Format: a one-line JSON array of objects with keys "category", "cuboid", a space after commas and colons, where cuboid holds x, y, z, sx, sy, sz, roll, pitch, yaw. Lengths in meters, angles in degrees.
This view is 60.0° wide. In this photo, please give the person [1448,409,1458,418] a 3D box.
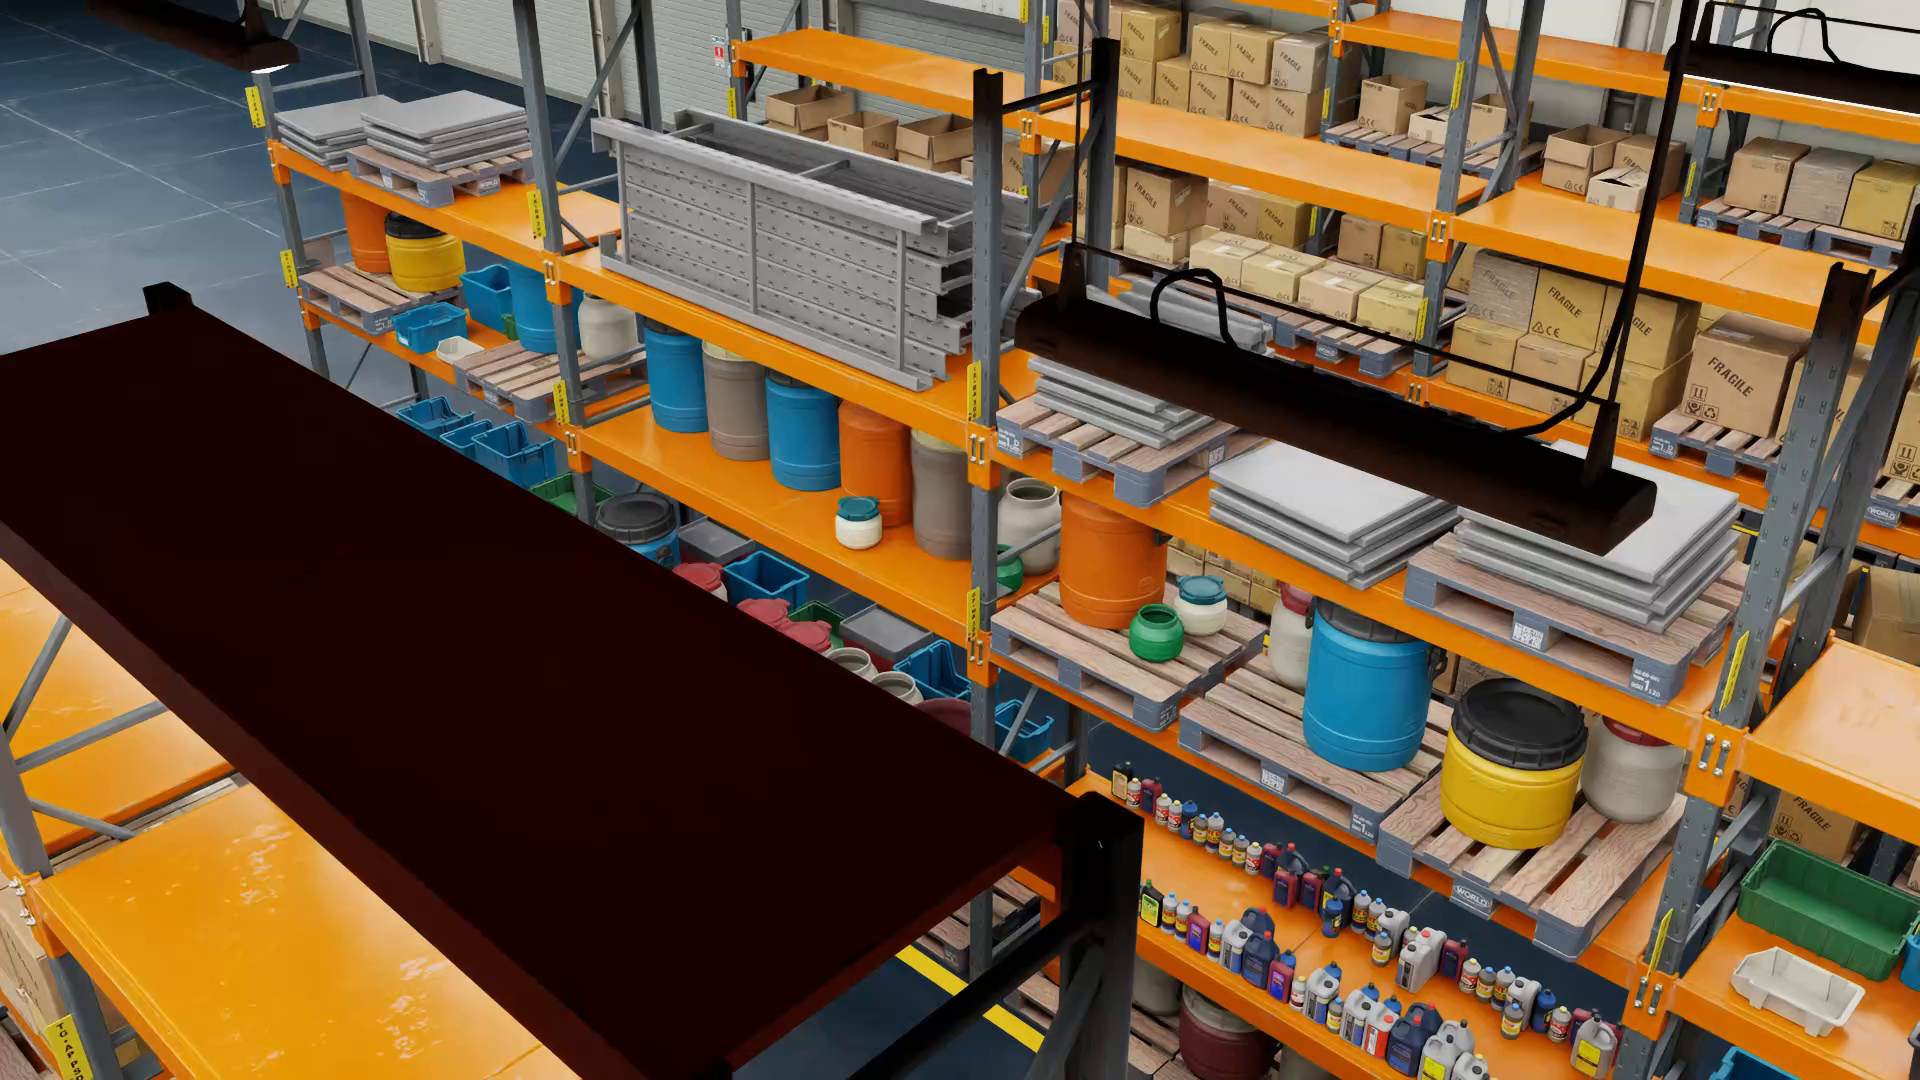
[{"category": "person", "cuboid": [4.370, -0.572, 15.476, 0.632, 1.752, 0.703, -25, 38, -37]}]

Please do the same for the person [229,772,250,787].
[{"category": "person", "cuboid": [-4.967, 1.660, 11.572, 0.600, 1.691, 0.913, -7, 30, -12]}]
